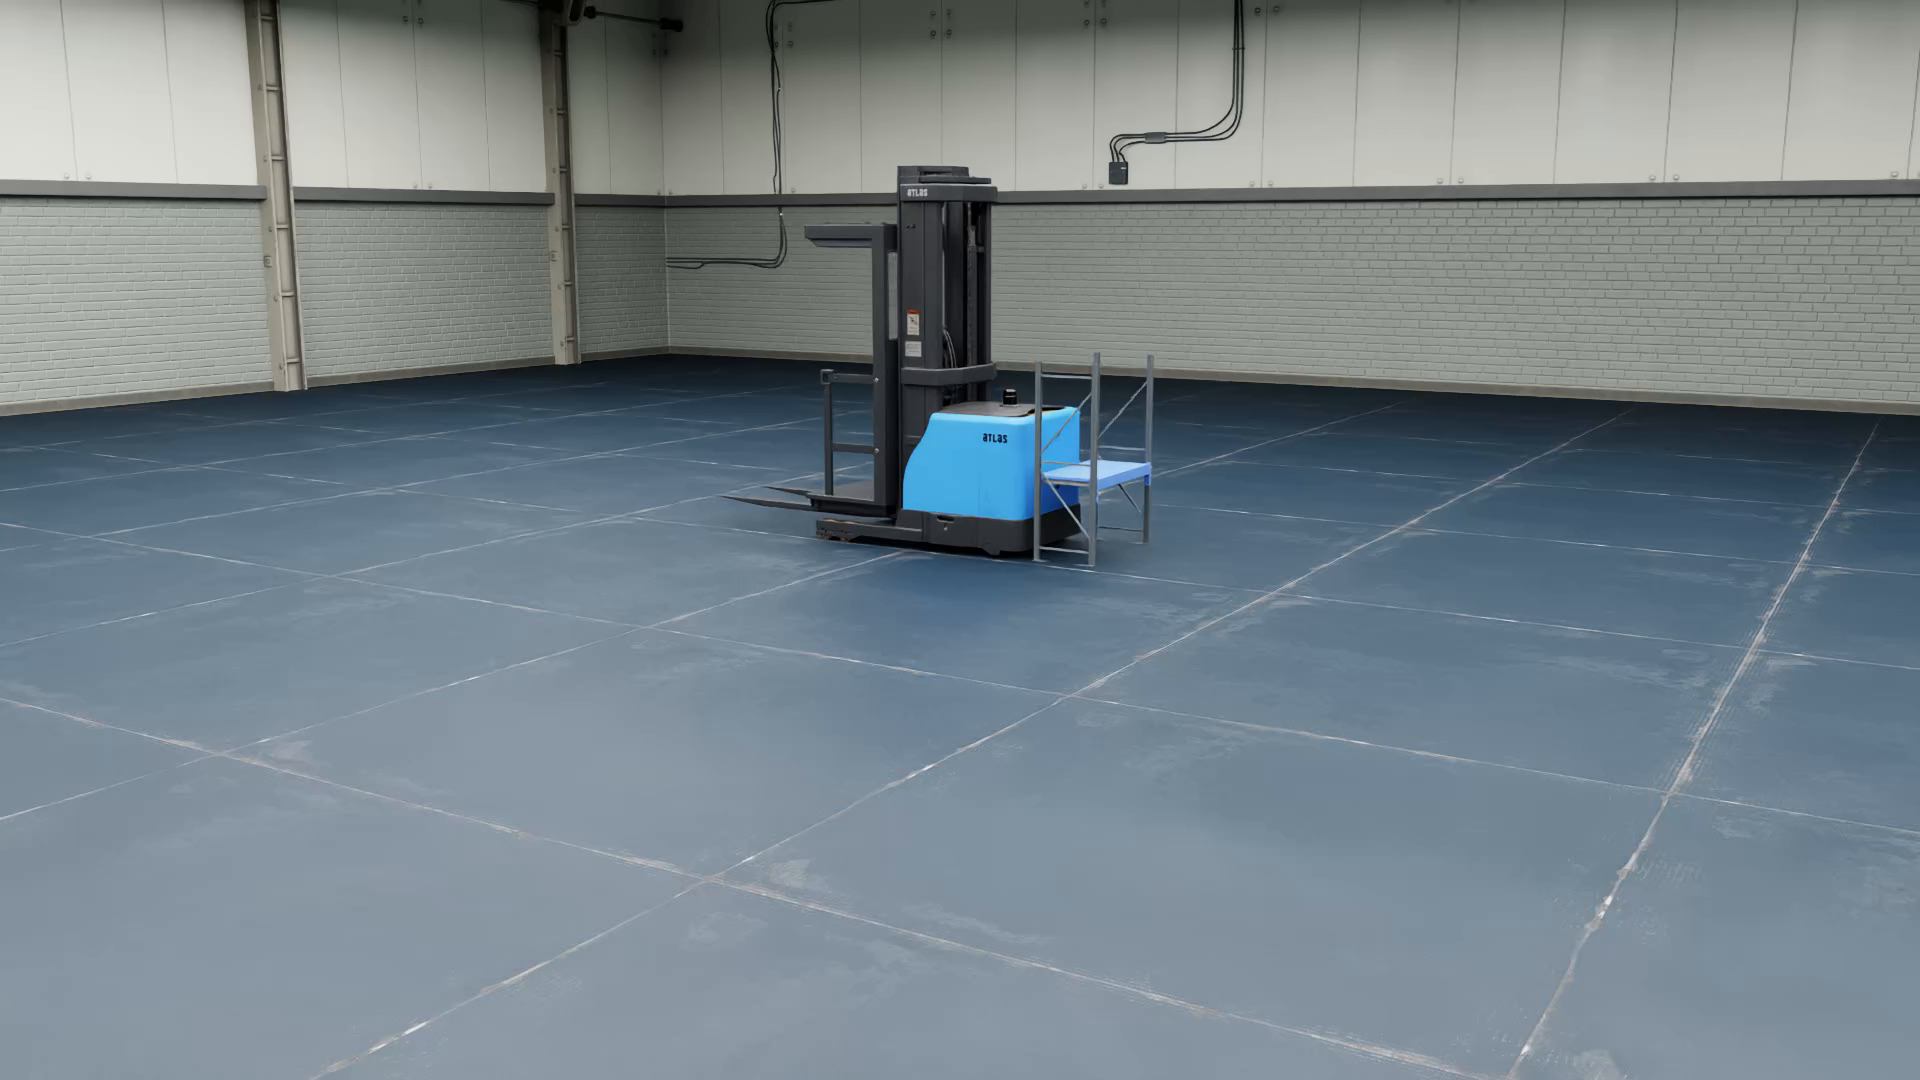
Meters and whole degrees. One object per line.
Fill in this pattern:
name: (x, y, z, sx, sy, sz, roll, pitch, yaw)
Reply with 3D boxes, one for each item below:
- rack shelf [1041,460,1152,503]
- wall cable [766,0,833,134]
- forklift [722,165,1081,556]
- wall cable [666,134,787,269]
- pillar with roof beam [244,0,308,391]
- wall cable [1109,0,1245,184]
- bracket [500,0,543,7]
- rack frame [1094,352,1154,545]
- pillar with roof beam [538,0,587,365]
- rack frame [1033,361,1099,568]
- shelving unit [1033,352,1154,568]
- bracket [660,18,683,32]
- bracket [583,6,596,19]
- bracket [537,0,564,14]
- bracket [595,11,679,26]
rack shelf: (1.029, -0.463, 12.740, 0.538, 0.185, 1.000, 6, 12, 29)
wall cable: (-2.307, -8.732, 30.270, 3.097, 2.526, 0.112, 6, 12, 31)
forklift: (-0.564, -1.501, 13.424, 3.031, 2.935, 1.130, 6, 12, 31)
wall cable: (-4.619, -6.508, 32.115, 3.097, 2.526, 0.112, 6, 12, 31)
pillar with roof beam: (-6.714, -6.342, 22.792, 9.100, 9.000, 0.400, 6, 12, 31)
wall cable: (3.487, -8.796, 26.659, 2.305, 6.003, 0.169, 6, 12, 31)
bracket: (-8.528, -8.962, 27.004, 0.076, 0.066, 4.783, 6, 12, 31)
rack frame: (1.278, -0.721, 13.142, 0.500, 1.500, 0.032, 6, 12, 29)
pillar with roof beam: (-3.599, -7.286, 27.832, 9.100, 9.000, 0.548, 6, 12, 31)
rack frame: (0.780, -0.558, 12.271, 0.500, 1.500, 0.032, 6, 12, 29)
shelving unit: (1.029, -0.640, 12.707, 0.538, 1.500, 1.048, 6, 12, 29)
bracket: (-5.529, -9.871, 31.857, 0.235, 0.232, 0.430, 6, 12, 31)
bracket: (-6.760, -9.498, 29.866, 0.235, 0.232, 0.430, 6, 12, 31)
bracket: (-7.191, -9.367, 29.168, 0.235, 0.232, 0.430, 6, 12, 31)
bracket: (-5.836, -9.778, 31.360, 0.076, 0.066, 3.189, 6, 12, 31)
